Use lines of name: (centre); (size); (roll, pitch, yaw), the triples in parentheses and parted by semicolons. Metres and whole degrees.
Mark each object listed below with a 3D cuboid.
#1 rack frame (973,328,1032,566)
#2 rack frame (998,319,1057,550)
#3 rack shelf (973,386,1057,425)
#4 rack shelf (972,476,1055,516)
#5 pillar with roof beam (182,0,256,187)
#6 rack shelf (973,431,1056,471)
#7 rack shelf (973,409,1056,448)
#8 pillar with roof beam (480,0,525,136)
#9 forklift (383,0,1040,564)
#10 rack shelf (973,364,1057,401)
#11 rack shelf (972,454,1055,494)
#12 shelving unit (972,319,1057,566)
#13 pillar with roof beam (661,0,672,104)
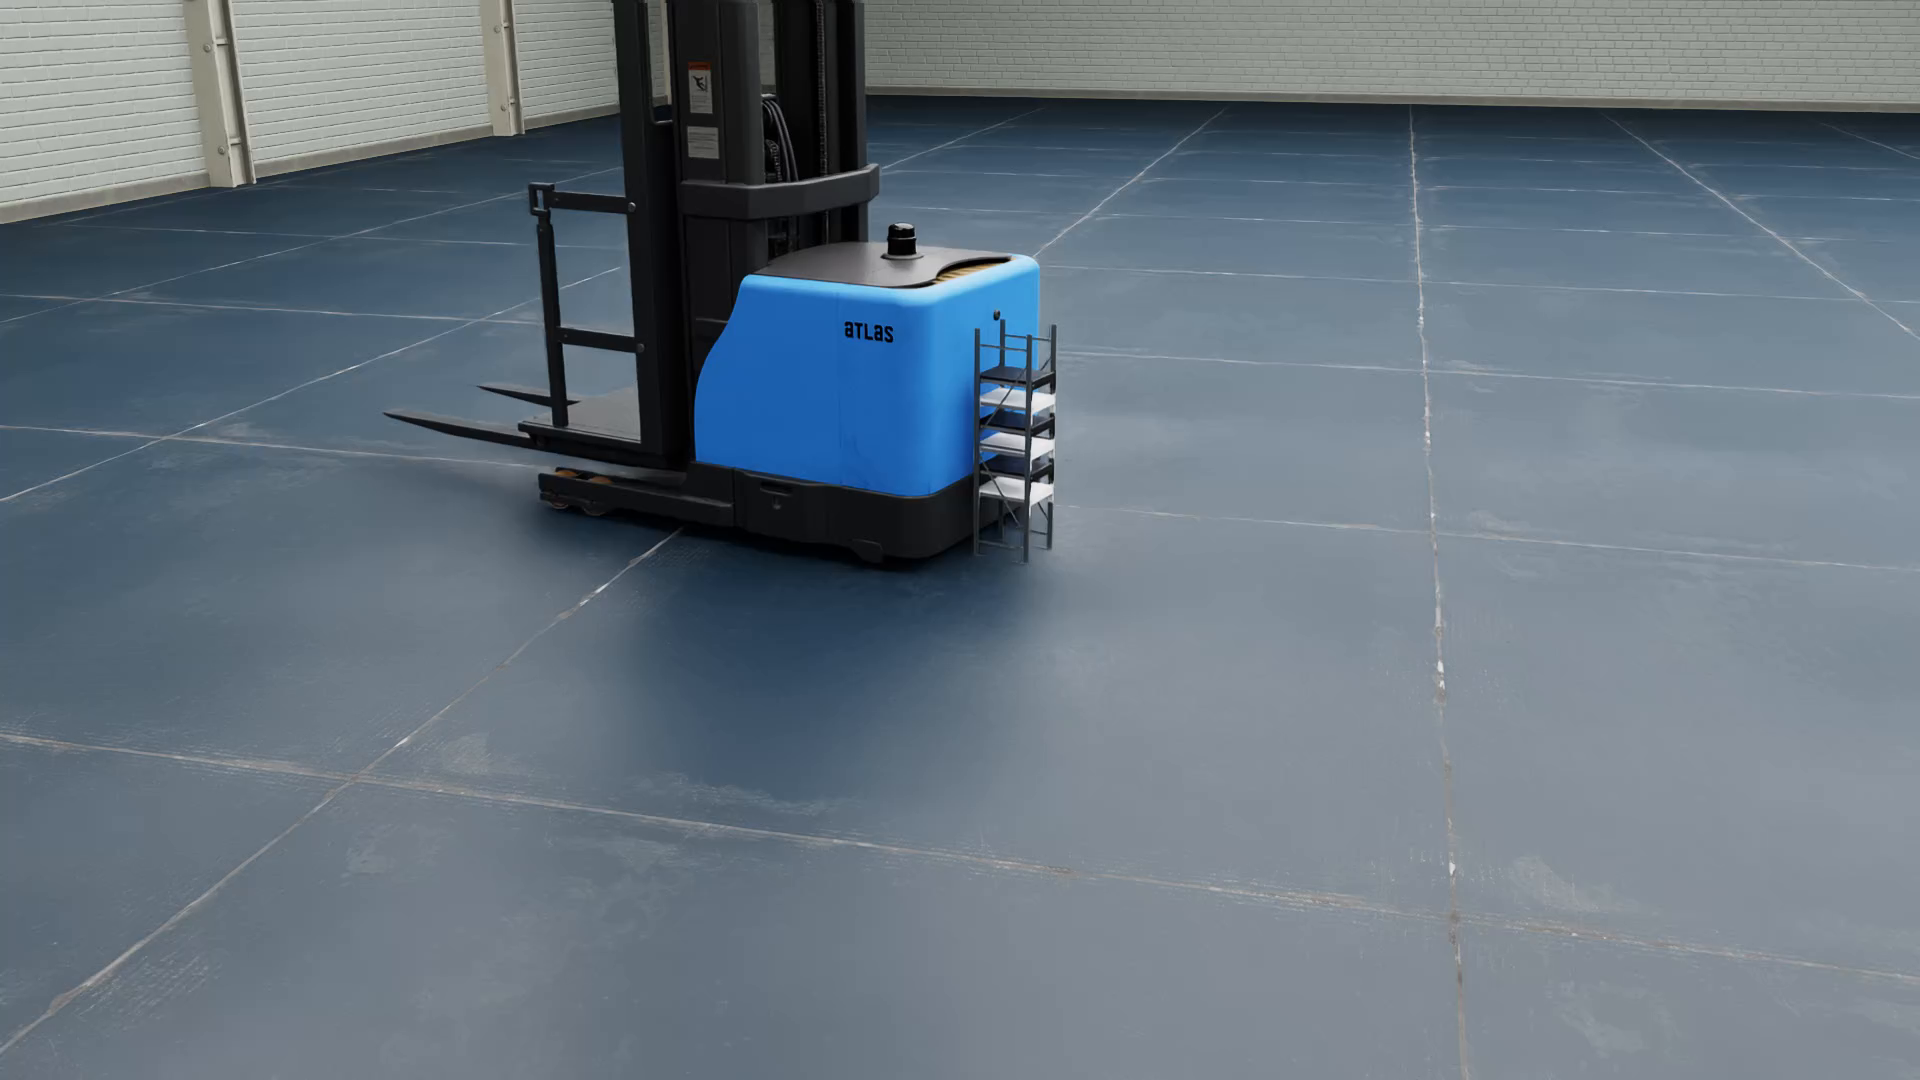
rack frame: (0.159, -0.347, 6.311); (0.240, 0.900, 0.006); (10, 21, 28)
rack frame: (0.259, -0.405, 6.479); (0.240, 0.900, 0.006); (10, 21, 28)
rack shelf: (0.209, -0.515, 6.348); (0.258, 0.077, 0.200); (10, 21, 28)
rack shelf: (0.209, -0.174, 6.464); (0.258, 0.077, 0.200); (10, 21, 28)
pillar with roof beam: (-3.642, -7.737, 15.418); (9.100, 9.000, 0.400); (5, 19, 13)
rack shelf: (0.209, -0.344, 6.406); (0.258, 0.077, 0.200); (10, 21, 28)
rack shelf: (0.209, -0.430, 6.377); (0.258, 0.077, 0.200); (10, 21, 28)
pillar with roof beam: (-2.176, -9.618, 20.924); (9.100, 9.000, 0.400); (5, 19, 13)
forklift: (-1.202, -1.623, 6.905); (3.031, 2.935, 1.130); (10, 21, 28)
rack shelf: (0.210, -0.600, 6.318); (0.258, 0.077, 0.200); (10, 21, 28)
rack shelf: (0.209, -0.259, 6.435); (0.258, 0.077, 0.200); (10, 21, 28)
shelving unit: (0.209, -0.376, 6.395); (0.258, 0.900, 0.210); (10, 21, 28)
pillar with roof beam: (-0.710, -11.498, 26.430); (9.100, 9.000, 0.400); (5, 19, 13)
